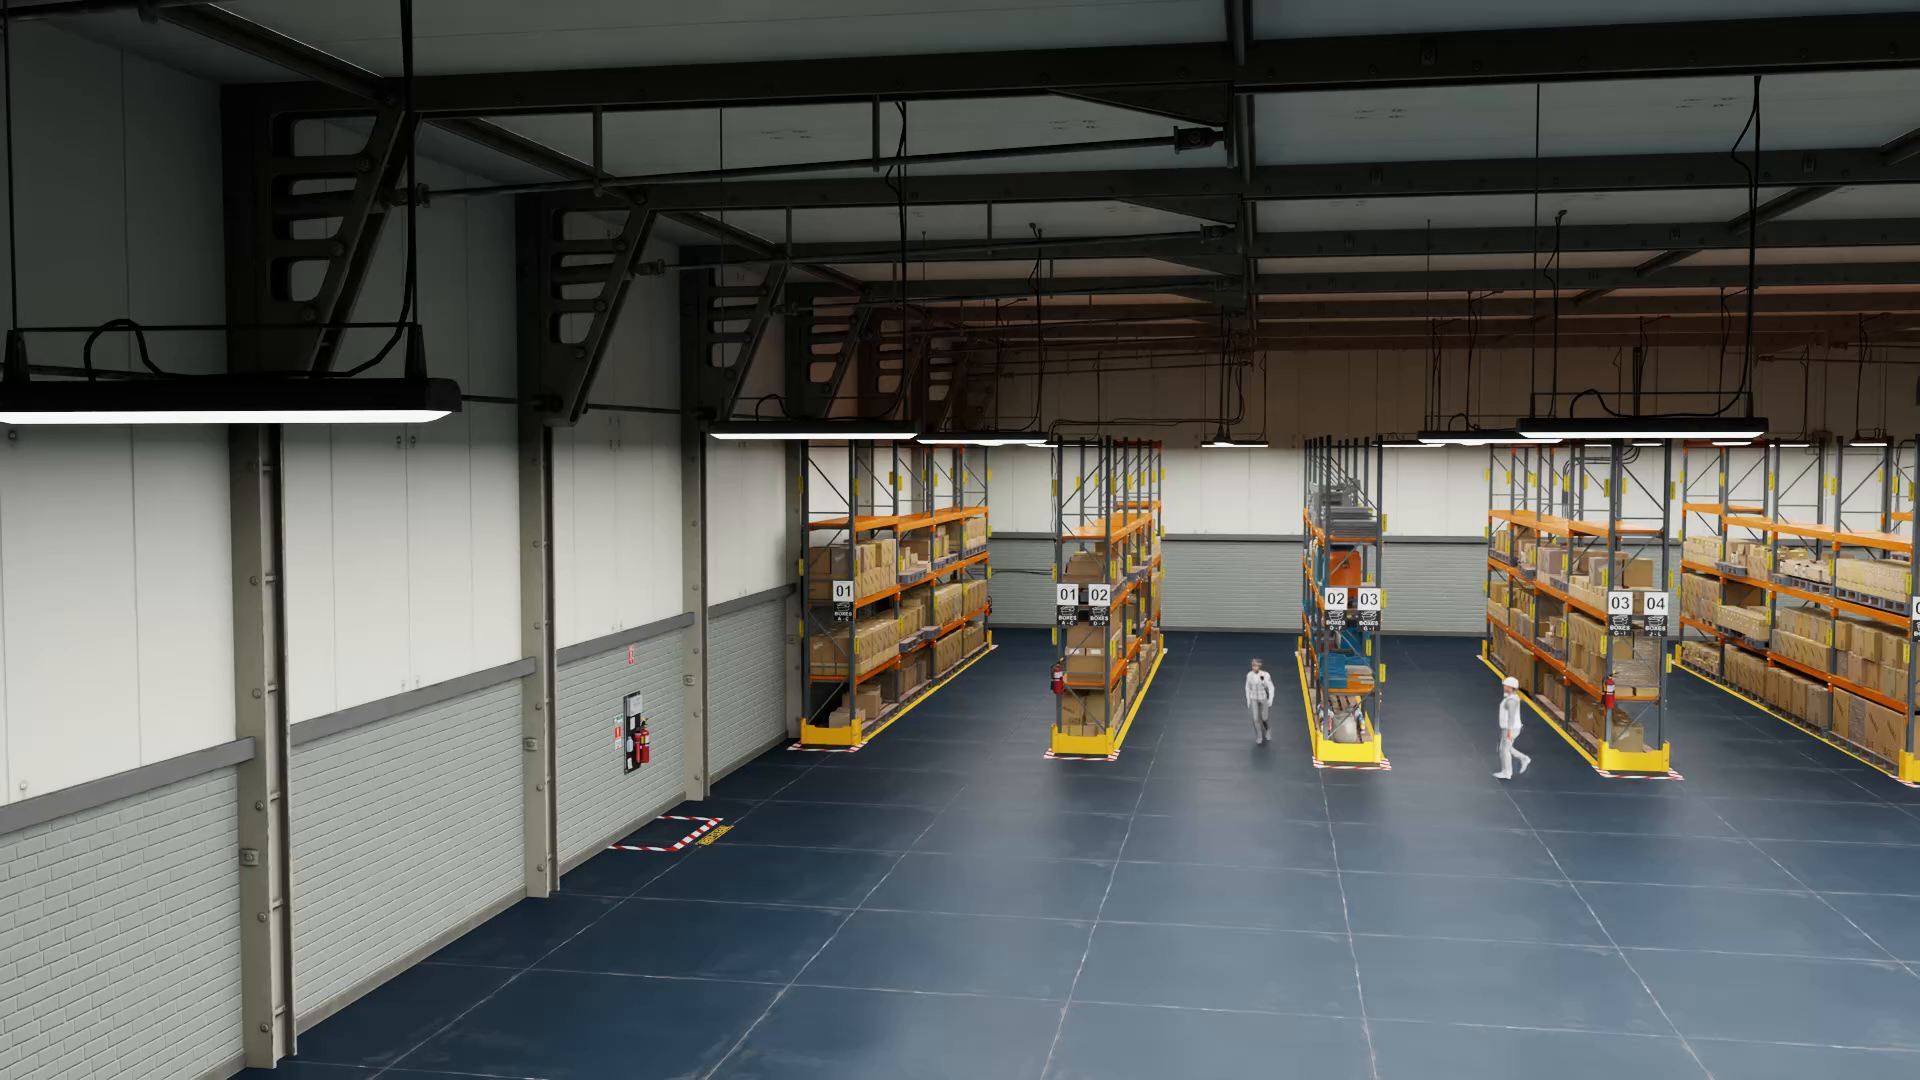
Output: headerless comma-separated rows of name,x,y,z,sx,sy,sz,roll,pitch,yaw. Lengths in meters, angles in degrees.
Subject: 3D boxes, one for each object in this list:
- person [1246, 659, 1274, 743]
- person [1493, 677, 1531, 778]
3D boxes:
person,5.889,3.135,32.638,0.567,1.659,0.501,1,3,22
person,9.621,3.262,28.922,0.664,1.762,0.538,1,3,10
